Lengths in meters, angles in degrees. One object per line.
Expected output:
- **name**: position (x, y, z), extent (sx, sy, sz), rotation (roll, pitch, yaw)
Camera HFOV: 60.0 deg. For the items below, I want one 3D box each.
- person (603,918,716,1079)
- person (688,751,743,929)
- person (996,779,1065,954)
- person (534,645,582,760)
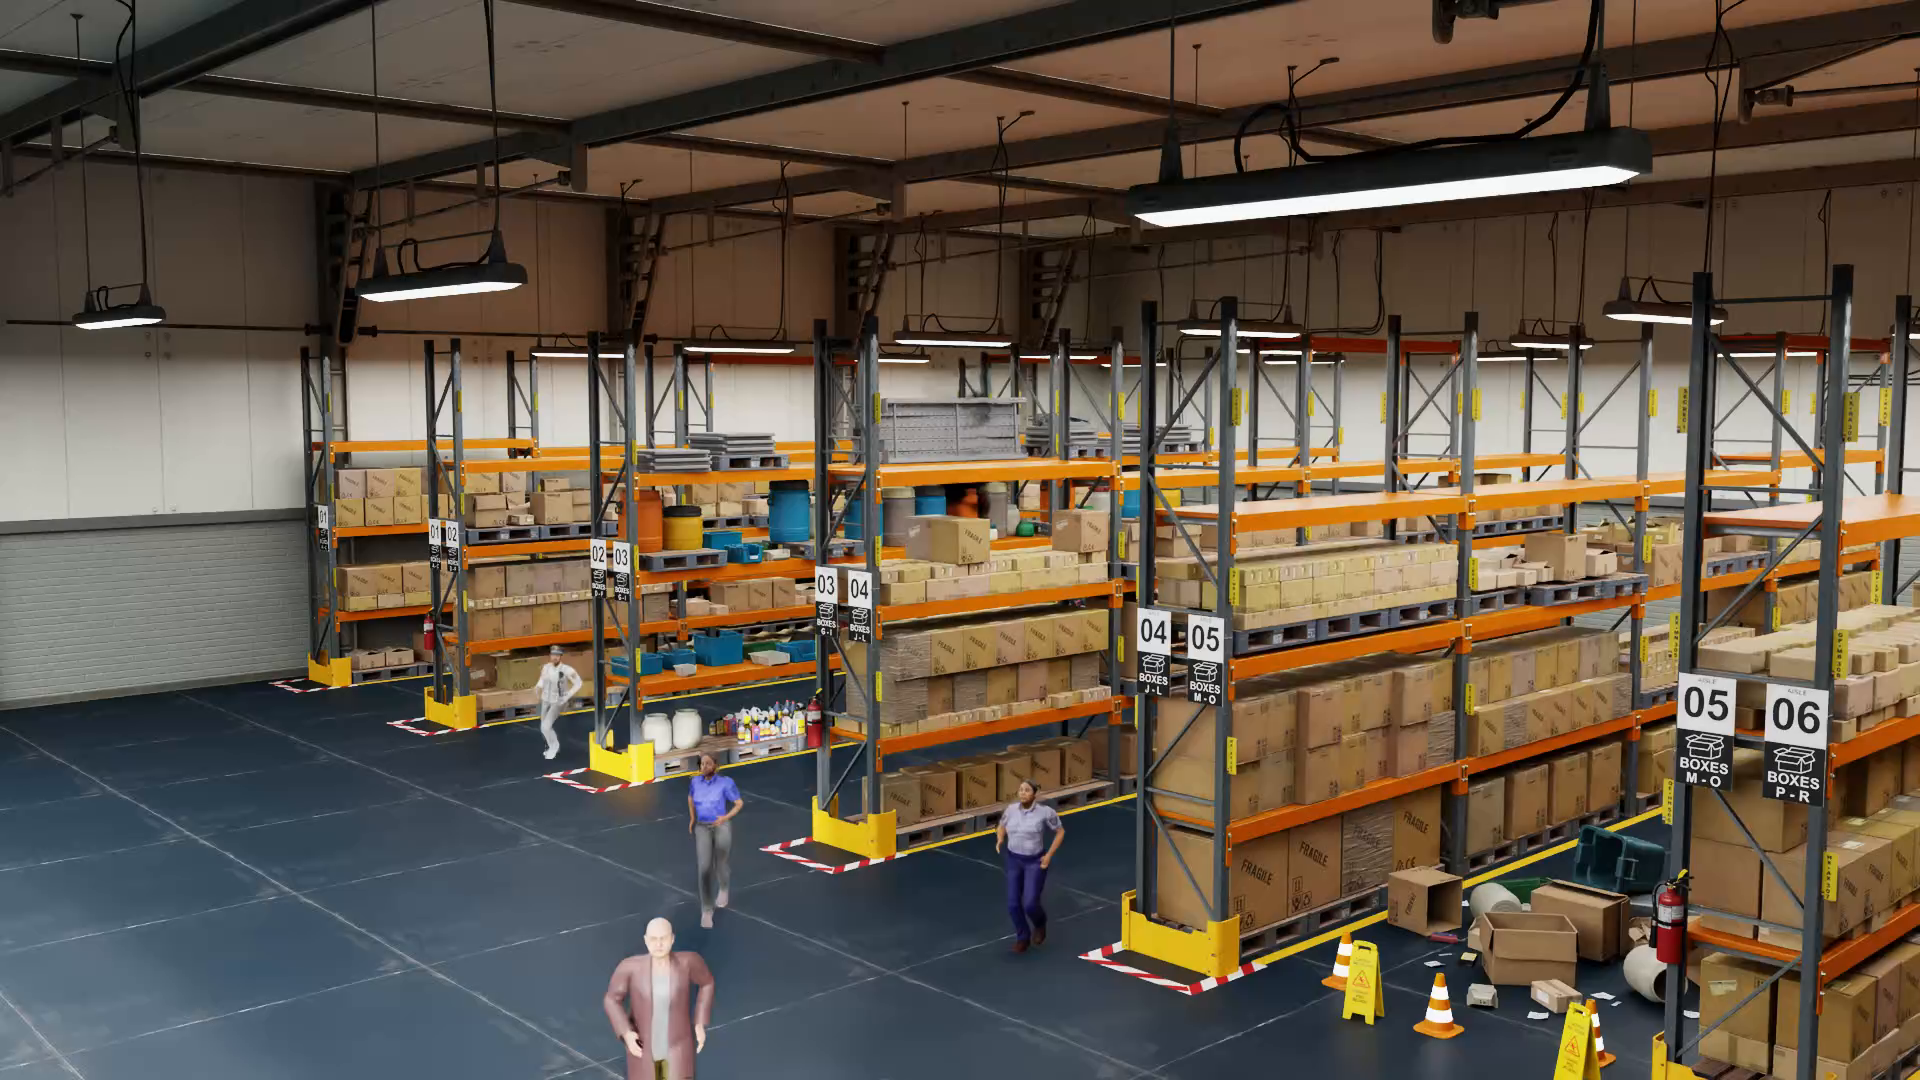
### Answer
- **person**: position (-1.953, 3.331, 10.842), extent (0.722, 1.795, 0.927), rotation (-1, 5, -8)
- **person**: position (-2.411, 2.906, 16.391), extent (0.579, 1.700, 0.789), rotation (0, 5, 4)
- **person**: position (0.597, 3.021, 15.394), extent (0.633, 1.620, 0.554), rotation (3, 6, 27)
- **person**: position (-5.703, 2.293, 23.390), extent (0.621, 1.657, 0.597), rotation (2, 6, 26)
